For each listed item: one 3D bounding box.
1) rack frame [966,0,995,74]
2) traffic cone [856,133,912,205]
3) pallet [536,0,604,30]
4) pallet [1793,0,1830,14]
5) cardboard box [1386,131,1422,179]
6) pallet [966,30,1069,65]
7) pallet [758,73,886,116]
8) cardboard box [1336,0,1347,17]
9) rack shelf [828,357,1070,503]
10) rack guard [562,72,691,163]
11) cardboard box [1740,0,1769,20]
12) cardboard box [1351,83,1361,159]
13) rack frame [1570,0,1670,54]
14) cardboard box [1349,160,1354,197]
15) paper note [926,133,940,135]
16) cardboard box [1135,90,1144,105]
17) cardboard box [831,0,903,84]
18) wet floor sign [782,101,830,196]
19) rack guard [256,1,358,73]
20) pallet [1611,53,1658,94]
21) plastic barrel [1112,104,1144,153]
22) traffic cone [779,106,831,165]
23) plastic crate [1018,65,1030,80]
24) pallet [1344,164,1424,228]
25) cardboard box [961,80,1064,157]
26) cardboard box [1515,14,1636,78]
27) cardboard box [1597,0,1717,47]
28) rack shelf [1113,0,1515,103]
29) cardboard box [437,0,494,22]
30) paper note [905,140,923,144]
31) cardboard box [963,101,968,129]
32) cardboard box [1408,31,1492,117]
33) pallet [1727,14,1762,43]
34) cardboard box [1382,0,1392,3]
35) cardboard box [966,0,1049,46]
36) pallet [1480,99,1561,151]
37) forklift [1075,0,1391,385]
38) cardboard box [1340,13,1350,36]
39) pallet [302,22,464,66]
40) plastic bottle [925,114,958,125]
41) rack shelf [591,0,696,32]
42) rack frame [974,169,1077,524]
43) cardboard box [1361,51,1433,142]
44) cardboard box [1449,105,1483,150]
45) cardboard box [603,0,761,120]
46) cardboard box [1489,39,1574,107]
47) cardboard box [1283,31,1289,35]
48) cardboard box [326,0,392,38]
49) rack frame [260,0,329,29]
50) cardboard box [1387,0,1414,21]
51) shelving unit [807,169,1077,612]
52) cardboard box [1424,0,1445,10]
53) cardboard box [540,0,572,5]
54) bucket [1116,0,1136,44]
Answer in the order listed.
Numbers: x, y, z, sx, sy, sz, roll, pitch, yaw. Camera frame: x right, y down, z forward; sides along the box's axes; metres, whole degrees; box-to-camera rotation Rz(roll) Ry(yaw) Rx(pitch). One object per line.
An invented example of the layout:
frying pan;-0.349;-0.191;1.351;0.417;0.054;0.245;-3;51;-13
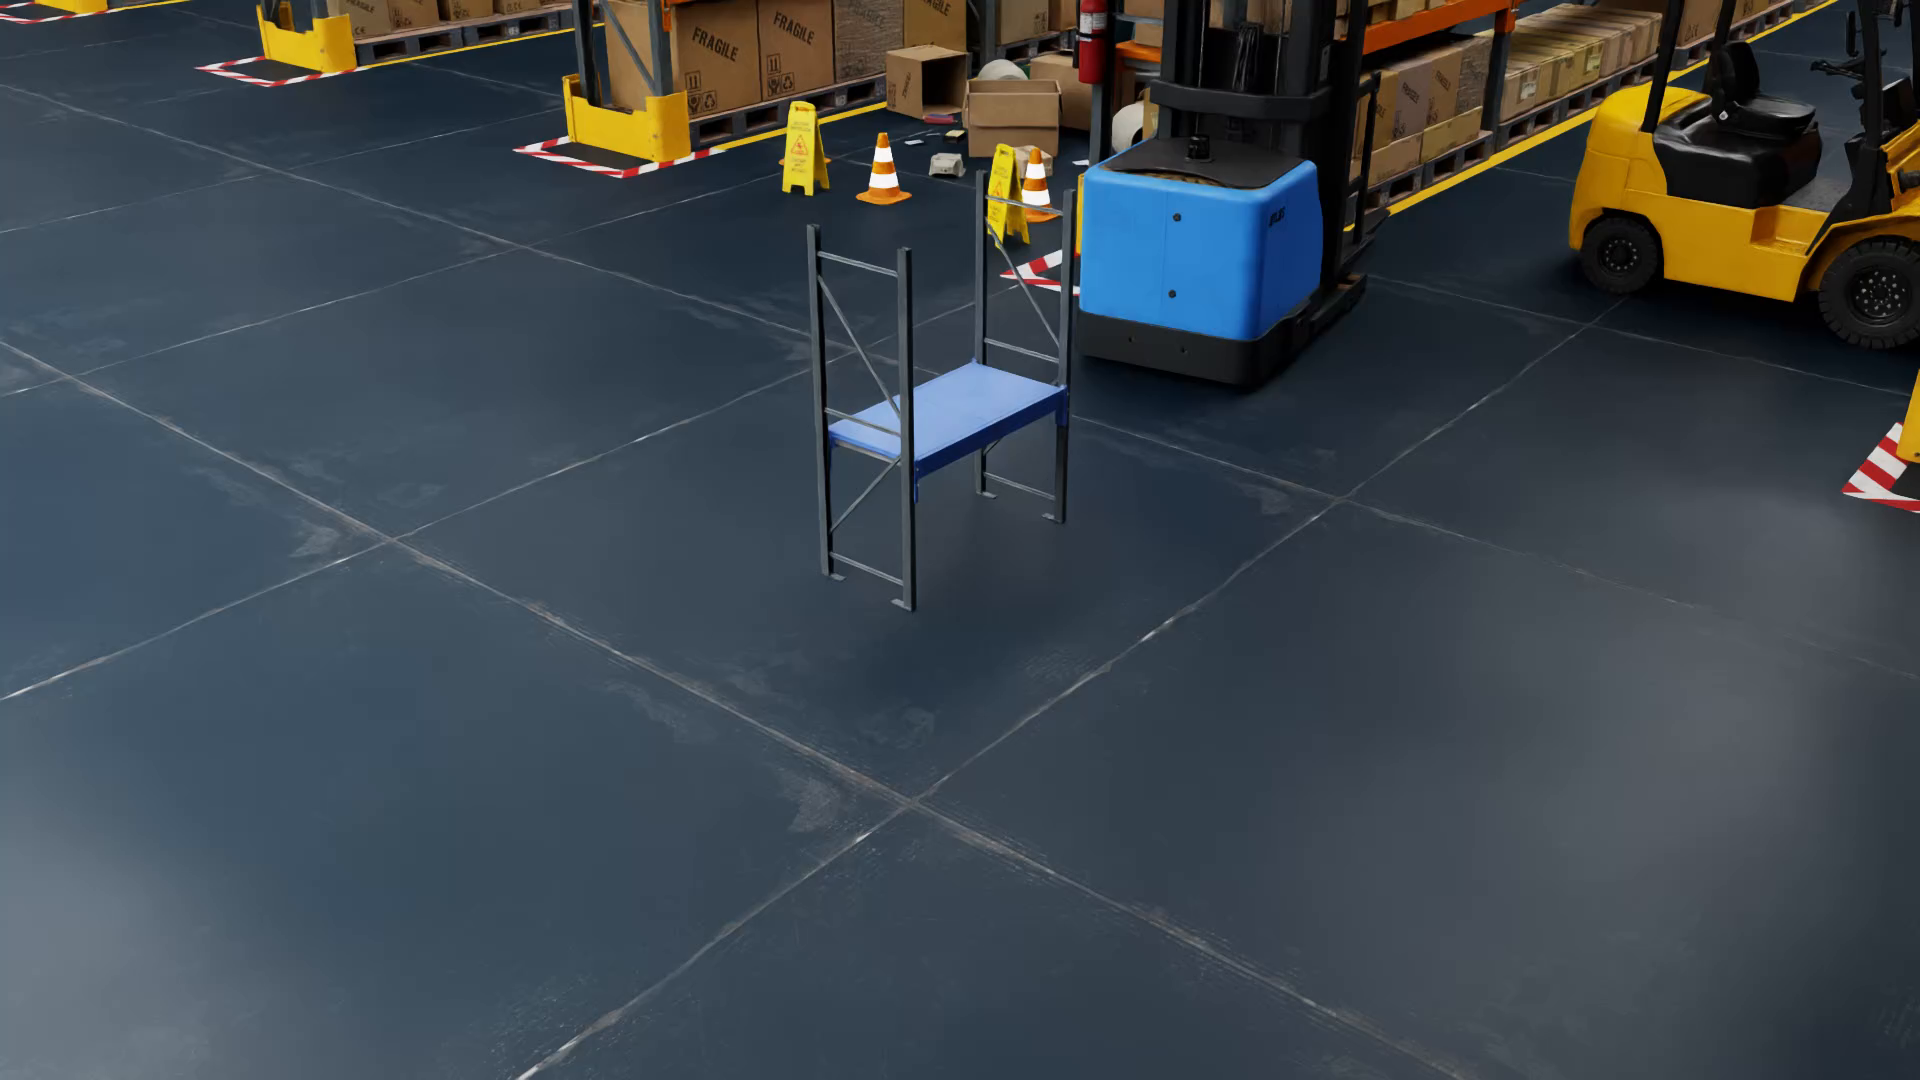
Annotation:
rack frame;-0.095;-5.911;15.411;1.000;3.000;0.127;21;34;34
traffic cone;-0.550;-2.688;11.943;0.336;0.463;0.334;21;34;34
pallet;-4.258;-5.909;18.443;1.003;0.211;1.213;21;34;34
pallet;9.422;-6.344;19.284;1.003;0.211;1.213;21;34;34
cardboard box;2.962;-2.806;11.946;0.500;0.250;0.500;21;34;35
pallet;0.338;-4.968;16.623;1.003;0.211;1.213;21;34;34
pallet;-1.415;-3.991;14.735;1.003;0.211;1.213;21;34;34
cardboard box;2.087;-3.530;10.376;0.500;0.500;0.500;22;35;36
rack shelf;-0.054;-0.476;6.930;0.538;0.185;1.000;21;34;34
rack guard;-2.654;-3.374;13.227;1.175;0.500;0.348;21;34;34
cardboard box;7.976;-6.013;17.465;0.875;0.875;0.875;22;35;36
cardboard box;2.315;-2.780;11.079;0.500;0.500;0.500;19;33;33
rack frame;6.333;-5.918;15.425;1.000;3.000;0.127;21;34;34
cardboard box;2.302;-2.431;11.220;0.500;0.250;0.500;22;35;36
paper note;-0.218;-3.344;13.703;0.123;0.001;0.032;-10;29;-18
cardboard box;1.615;-3.624;13.966;0.258;0.266;0.396;0;27;0
cardboard box;-1.119;-4.630;14.791;0.875;0.875;0.875;21;34;35
wet floor sign;-1.130;-2.858;12.072;0.267;0.644;0.232;15;31;26
rack guard;-6.354;-4.895;16.167;1.175;0.500;0.348;21;34;34
pallet;5.835;-4.403;15.531;1.003;0.211;1.213;21;34;34
plastic barrel;1.390;-3.112;12.805;0.421;0.421;0.512;-5;28;-9
traffic cone;-1.206;-3.139;12.814;0.336;0.463;0.334;21;34;34
plastic crate;0.806;-4.243;15.185;0.662;0.188;0.450;-10;19;-18
pallet;2.613;-2.578;12.004;1.003;0.211;1.213;21;34;34
cardboard box;0.409;-3.336;13.150;0.797;0.503;0.637;0;27;0
cardboard box;5.503;-4.476;15.041;0.950;0.372;0.625;20;33;33
cardboard box;6.837;-5.381;16.243;0.875;0.875;0.875;20;34;34
rack shelf;2.517;-3.471;11.478;1.077;0.370;4.000;21;34;34
cardboard box;-5.225;-5.709;17.285;0.500;0.500;0.500;25;36;39
paper note;-0.358;-3.218;13.439;0.142;0.017;0.144;-15;31;-27
cardboard box;0.233;-3.549;13.821;0.258;0.266;0.396;-21;34;-35
cardboard box;3.620;-3.510;12.490;0.500;0.500;0.500;20;34;34
pallet;7.669;-5.368;17.396;1.003;0.211;1.213;21;34;34
cardboard box;2.727;-3.893;11.079;0.500;0.500;0.500;20;33;33
cardboard box;0.231;-5.344;16.308;1.050;0.750;0.750;21;34;34
pallet;4.283;-3.538;13.859;1.003;0.211;1.213;21;34;34
forklift;1.797;-2.751;9.378;1.130;2.935;3.031;15;31;26
cardboard box;2.337;-3.372;10.777;0.380;0.149;0.250;22;34;36
pallet;-5.810;-5.044;16.771;1.003;0.211;1.213;21;34;34
plastic bottle;-0.142;-3.551;14.048;0.283;0.061;0.133;9;29;17
rack shelf;-1.367;-4.882;14.206;1.077;0.370;4.000;21;34;34
rack frame;0.269;-0.816;7.195;0.500;1.500;0.032;21;34;34
cardboard box;2.974;-3.148;11.790;0.500;0.500;0.500;23;35;37
cardboard box;3.620;-3.177;12.662;0.500;0.250;0.500;23;35;37
cardboard box;-2.259;-3.995;13.563;0.875;0.875;0.875;21;34;35
cardboard box;4.575;-3.962;14.047;0.950;0.372;0.625;23;35;37
cardboard box;2.002;-3.194;10.433;0.380;0.149;0.250;20;33;33
cardboard box;-5.992;-5.271;16.437;0.500;0.500;0.500;-21;34;-35
rack frame;-6.402;-5.978;15.541;1.000;3.000;0.127;21;34;34
cardboard box;2.855;-3.640;11.296;0.380;0.149;0.250;21;34;35
shelving unit;-0.054;-0.636;6.847;0.538;1.500;1.048;21;34;34
cardboard box;3.176;-3.824;11.651;0.380;0.149;0.250;20;34;34
cardboard box;-4.502;-6.137;18.112;0.500;0.500;0.500;-16;31;-28
bucket;1.598;-4.410;14.418;0.620;0.611;0.726;-5;26;-32
